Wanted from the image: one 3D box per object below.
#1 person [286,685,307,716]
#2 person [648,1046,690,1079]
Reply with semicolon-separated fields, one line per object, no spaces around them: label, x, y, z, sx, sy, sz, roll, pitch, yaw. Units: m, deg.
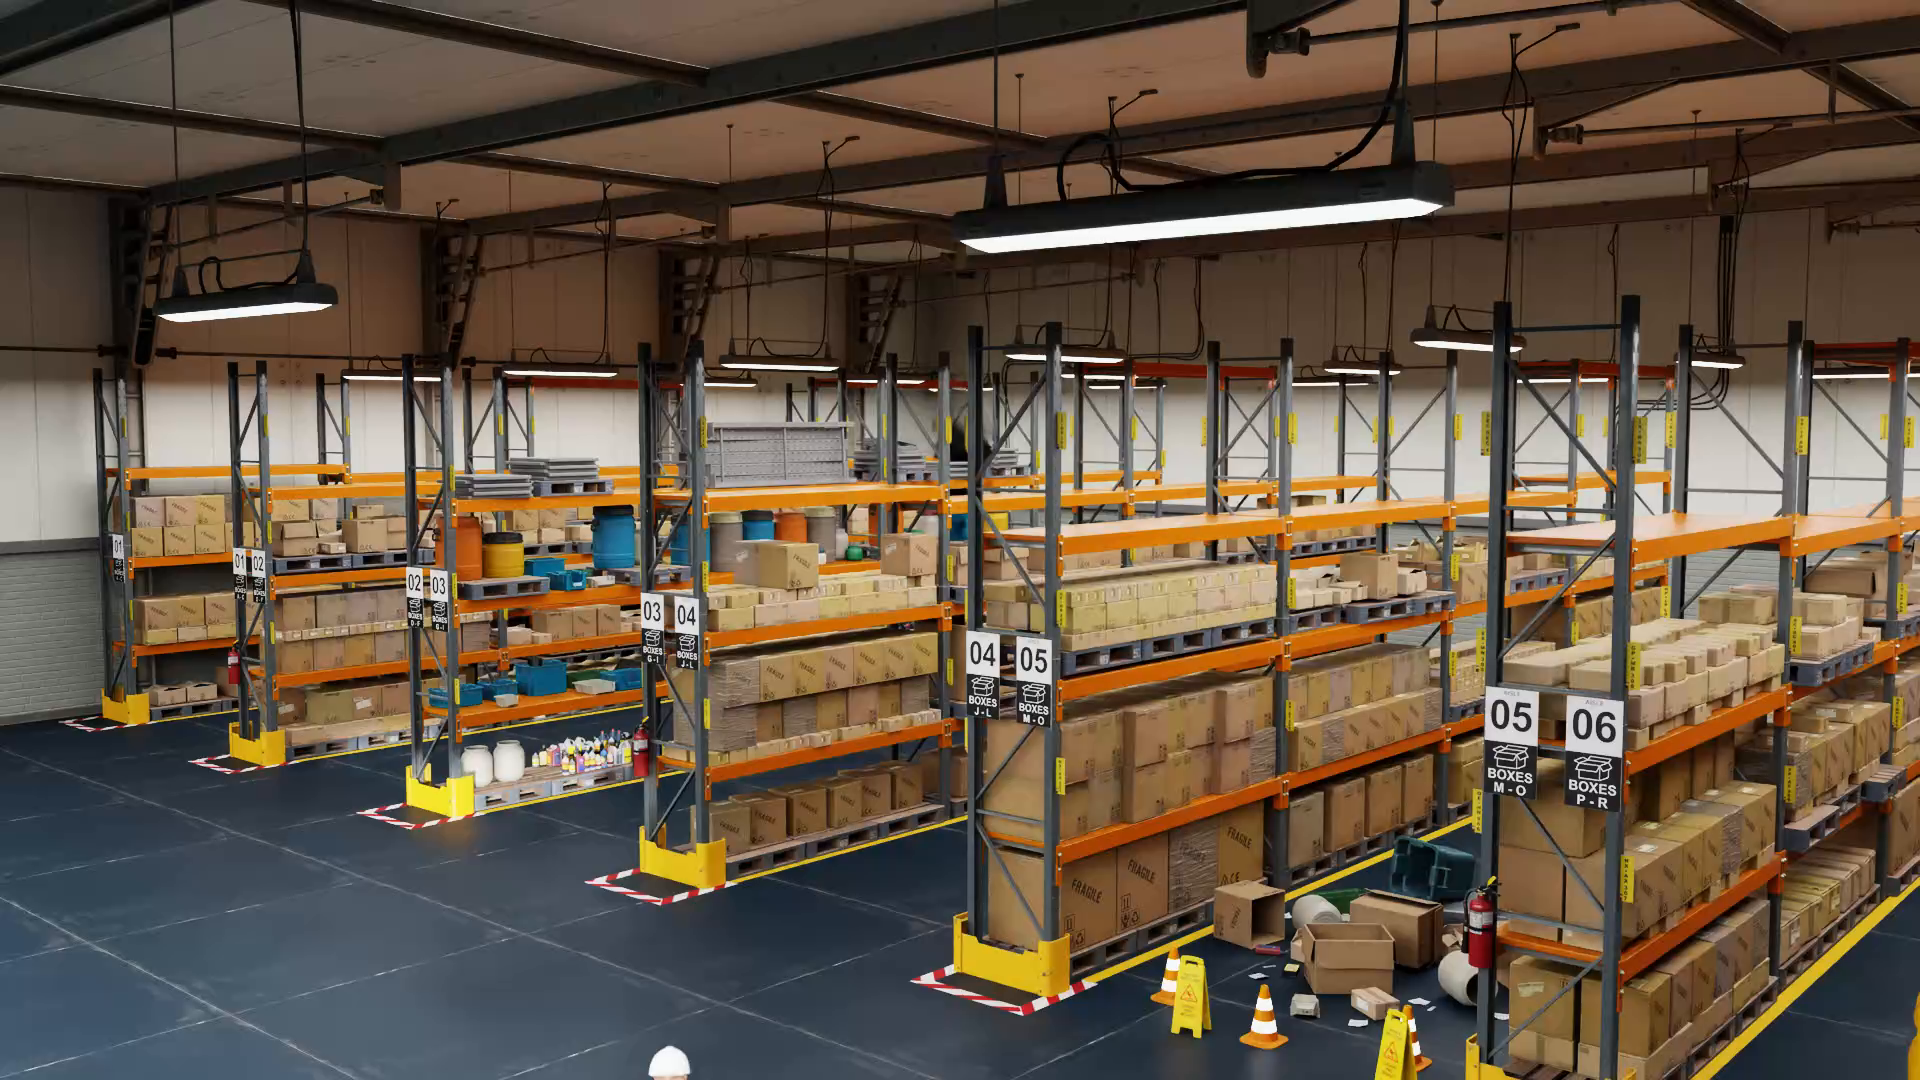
person;-11.017;2.310;27.336;0.587;1.729;0.895;3;5;33
person;-1.559;3.632;8.907;0.637;1.824;0.715;0;4;-6
